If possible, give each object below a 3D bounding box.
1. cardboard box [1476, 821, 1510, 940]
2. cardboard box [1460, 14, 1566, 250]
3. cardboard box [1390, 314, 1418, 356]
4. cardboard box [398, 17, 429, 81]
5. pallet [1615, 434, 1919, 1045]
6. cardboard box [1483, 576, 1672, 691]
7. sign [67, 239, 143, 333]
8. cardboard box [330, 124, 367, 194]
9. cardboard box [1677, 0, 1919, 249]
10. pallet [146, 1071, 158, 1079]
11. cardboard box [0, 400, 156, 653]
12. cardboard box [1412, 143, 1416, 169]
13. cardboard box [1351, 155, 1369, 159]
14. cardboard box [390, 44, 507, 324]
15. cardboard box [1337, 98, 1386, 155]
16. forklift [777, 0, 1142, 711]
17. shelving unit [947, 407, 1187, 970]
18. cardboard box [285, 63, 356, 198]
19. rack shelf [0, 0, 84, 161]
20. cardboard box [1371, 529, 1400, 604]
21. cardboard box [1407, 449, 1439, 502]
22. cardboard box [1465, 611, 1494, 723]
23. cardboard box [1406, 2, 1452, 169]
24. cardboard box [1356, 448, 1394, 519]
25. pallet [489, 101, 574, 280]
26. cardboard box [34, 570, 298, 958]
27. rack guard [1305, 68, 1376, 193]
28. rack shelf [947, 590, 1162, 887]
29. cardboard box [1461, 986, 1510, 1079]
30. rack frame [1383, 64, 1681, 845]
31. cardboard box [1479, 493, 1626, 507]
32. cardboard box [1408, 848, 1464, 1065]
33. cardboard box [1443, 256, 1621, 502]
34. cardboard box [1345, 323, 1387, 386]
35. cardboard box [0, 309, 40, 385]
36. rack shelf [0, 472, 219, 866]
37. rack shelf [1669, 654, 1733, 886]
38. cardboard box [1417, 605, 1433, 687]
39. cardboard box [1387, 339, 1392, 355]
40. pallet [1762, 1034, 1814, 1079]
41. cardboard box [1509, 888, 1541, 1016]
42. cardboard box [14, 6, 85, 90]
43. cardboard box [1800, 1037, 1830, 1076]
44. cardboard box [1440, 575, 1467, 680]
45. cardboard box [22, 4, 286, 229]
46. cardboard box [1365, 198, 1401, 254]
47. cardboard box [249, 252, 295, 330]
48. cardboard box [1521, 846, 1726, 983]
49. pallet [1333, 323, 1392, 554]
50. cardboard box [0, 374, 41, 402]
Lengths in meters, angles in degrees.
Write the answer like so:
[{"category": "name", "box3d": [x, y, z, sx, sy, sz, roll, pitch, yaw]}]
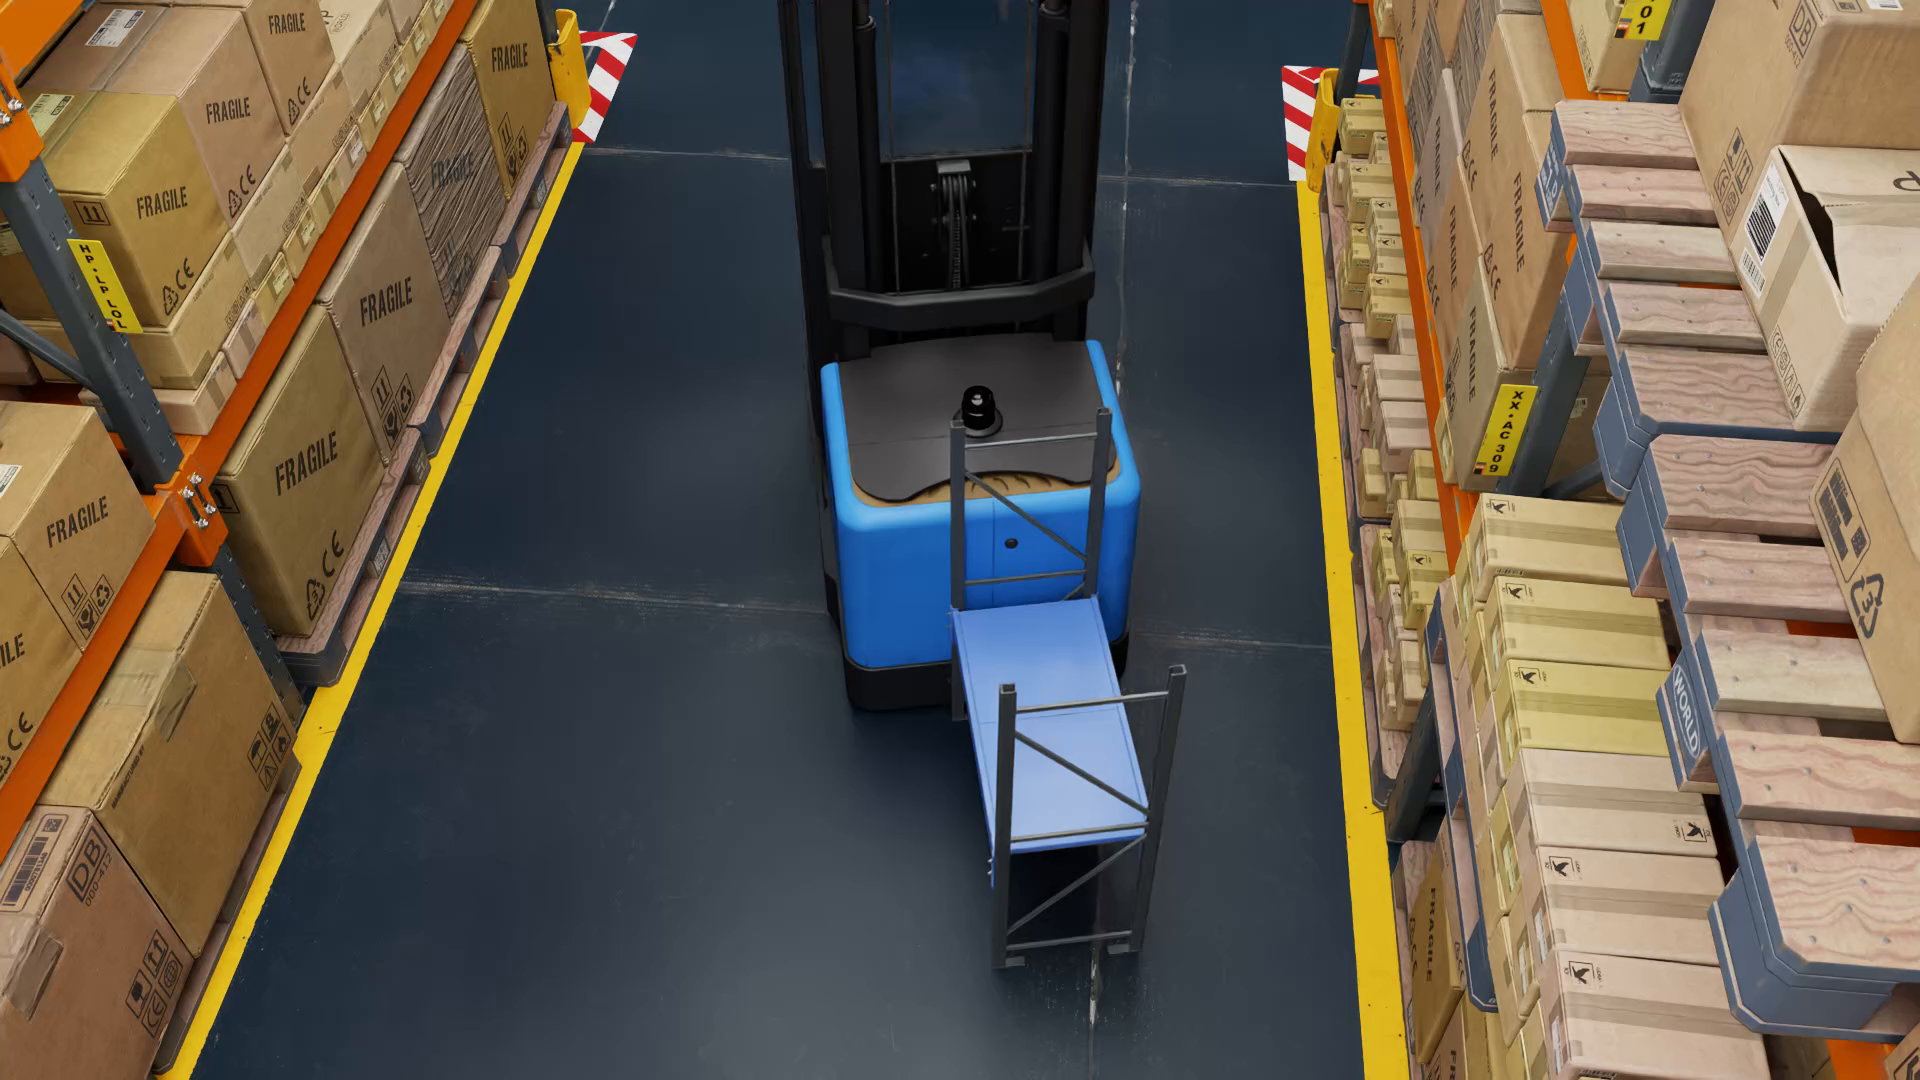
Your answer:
[{"category": "cardboard box", "box3d": [1.428, 0.808, 3.890, 0.380, 0.149, 0.250, 4, 48, 4]}, {"category": "cardboard box", "box3d": [1.808, -1.181, 4.876, 0.500, 0.500, 0.500, 3, 48, 2]}, {"category": "cardboard box", "box3d": [1.943, -0.764, 6.686, 0.380, 0.149, 0.250, 4, 48, 4]}, {"category": "cardboard box", "box3d": [-2.393, -2.003, 6.745, 0.380, 0.149, 0.250, 4, 48, 4]}, {"category": "pallet", "box3d": [1.739, 0.294, 2.569, 1.213, 0.211, 1.003, 4, 48, 4]}, {"category": "cardboard box", "box3d": [1.479, 0.240, 4.006, 0.380, 0.149, 0.250, 5, 48, 5]}, {"category": "sign", "box3d": [-2.397, -0.708, 4.660, 0.100, 0.325, 0.005, 4, 48, 4]}, {"category": "cardboard box", "box3d": [-2.462, -1.436, 6.227, 0.380, 0.149, 0.250, 4, 48, 4]}, {"category": "cardboard box", "box3d": [1.848, -0.882, 3.165, 0.700, 0.500, 0.500, 4, 48, 4]}, {"category": "pallet", "box3d": [-3.042, 2.039, 4.768, 1.003, 0.211, 1.213, 4, 48, 4]}, {"category": "cardboard box", "box3d": [-2.709, -0.045, 4.717, 0.500, 0.500, 0.500, 4, 48, 4]}, {"category": "cardboard box", "box3d": [1.909, -1.454, 6.244, 0.380, 0.149, 0.250, 5, 48, 5]}, {"category": "cardboard box", "box3d": [2.053, -1.817, 7.851, 0.380, 0.149, 0.250, 6, 48, 5]}, {"category": "cardboard box", "box3d": [-2.635, -1.593, 7.356, 0.875, 0.875, 0.875, 4, 48, 4]}, {"category": "cardboard box", "box3d": [1.971, -1.923, 7.746, 0.380, 0.149, 0.250, 2, 48, 2]}, {"category": "forklift", "box3d": [-0.085, -1.463, 6.127, 1.130, 2.935, 3.031, -6, 48, -5]}, {"category": "shelving unit", "box3d": [0.286, 0.502, 5.300, 0.538, 1.500, 1.048, -6, 48, -5]}, {"category": "cardboard box", "box3d": [-2.542, -1.497, 6.012, 0.500, 0.250, 0.500, 5, 48, 4]}, {"category": "rack shelf", "box3d": [-2.756, -2.613, 5.588, 1.077, 0.370, 4.000, 4, 48, 4]}, {"category": "cardboard box", "box3d": [1.724, 0.104, 6.094, 0.380, 0.149, 0.250, 2, 48, 2]}, {"category": "cardboard box", "box3d": [1.866, -0.184, 6.156, 0.380, 0.149, 0.250, 5, 48, 5]}, {"category": "cardboard box", "box3d": [1.477, 0.326, 4.129, 0.380, 0.149, 0.250, 3, 48, 3]}, {"category": "cardboard box", "box3d": [1.920, -1.599, 5.936, 0.500, 0.500, 0.500, 3, 48, 3]}, {"category": "cardboard box", "box3d": [1.783, -0.217, 6.589, 0.380, 0.149, 0.250, 4, 48, 3]}, {"category": "pallet", "box3d": [-2.568, -1.779, 8.260, 1.003, 0.211, 1.213, 4, 48, 4]}, {"category": "cardboard box", "box3d": [-2.976, 0.673, 5.282, 1.225, 0.875, 0.875, 4, 48, 4]}, {"category": "rack guard", "box3d": [2.350, -2.006, 8.271, 1.175, 0.500, 0.348, 4, 48, 4]}, {"category": "rack shelf", "box3d": [0.286, 0.624, 5.433, 0.538, 0.185, 1.000, -6, 48, -5]}, {"category": "cardboard box", "box3d": [1.616, 1.400, 4.364, 0.500, 0.250, 0.500, 5, 48, 5]}, {"category": "rack frame", "box3d": [1.992, 0.034, 4.712, 1.000, 3.000, 0.127, 4, 48, 4]}, {"category": "cardboard box", "box3d": [1.785, -0.107, 5.011, 0.380, 0.149, 0.250, 3, 48, 3]}, {"category": "cardboard box", "box3d": [1.661, 1.261, 4.999, 0.500, 0.500, 0.500, 6, 48, 5]}, {"category": "cardboard box", "box3d": [1.755, -0.474, 4.908, 0.500, 0.500, 0.500, 4, 48, 4]}, {"category": "cardboard box", "box3d": [1.862, -0.789, 7.112, 0.380, 0.149, 0.250, 2, 48, 2]}, {"category": "cardboard box", "box3d": [-3.159, -0.765, 5.343, 0.500, 0.250, 0.500, 3, 48, 3]}, {"category": "rack shelf", "box3d": [-3.120, 1.339, 4.006, 1.077, 0.370, 4.000, 4, 48, 4]}, {"category": "rack shelf", "box3d": [1.810, 1.747, 3.633, 1.077, 0.370, 4.000, 4, 48, 4]}, {"category": "cardboard box", "box3d": [1.765, 0.375, 5.644, 0.380, 0.149, 0.250, 5, 48, 5]}, {"category": "cardboard box", "box3d": [1.994, -0.849, 6.966, 0.380, 0.149, 0.250, 6, 48, 6]}, {"category": "pallet", "box3d": [1.767, 1.581, 3.427, 1.003, 0.211, 1.213, 4, 48, 4]}, {"category": "cardboard box", "box3d": [1.408, 0.905, 3.599, 0.380, 0.149, 0.250, 6, 48, 5]}, {"category": "cardboard box", "box3d": [-3.112, -1.400, 5.416, 0.500, 0.500, 0.500, 4, 48, 4]}, {"category": "cardboard box", "box3d": [2.063, 1.045, 3.673, 0.380, 0.149, 0.250, 2, 48, 2]}, {"category": "cardboard box", "box3d": [1.498, 0.236, 4.413, 0.380, 0.149, 0.250, 2, 48, 2]}, {"category": "cardboard box", "box3d": [-2.587, -1.372, 5.390, 0.500, 0.500, 0.500, 4, 48, 4]}, {"category": "cardboard box", "box3d": [1.975, -1.348, 7.220, 0.380, 0.149, 0.250, 2, 48, 2]}, {"category": "cardboard box", "box3d": [-2.532, -0.870, 5.709, 0.380, 0.149, 0.250, 5, 48, 5]}, {"category": "cardboard box", "box3d": [1.405, 0.800, 3.494, 0.380, 0.149, 0.250, 4, 48, 3]}, {"category": "pallet", "box3d": [2.127, -0.419, 7.016, 1.003, 0.211, 1.213, 4, 48, 4]}, {"category": "cardboard box", "box3d": [-3.236, -0.535, 5.403, 0.380, 0.149, 0.250, 4, 48, 4]}]
